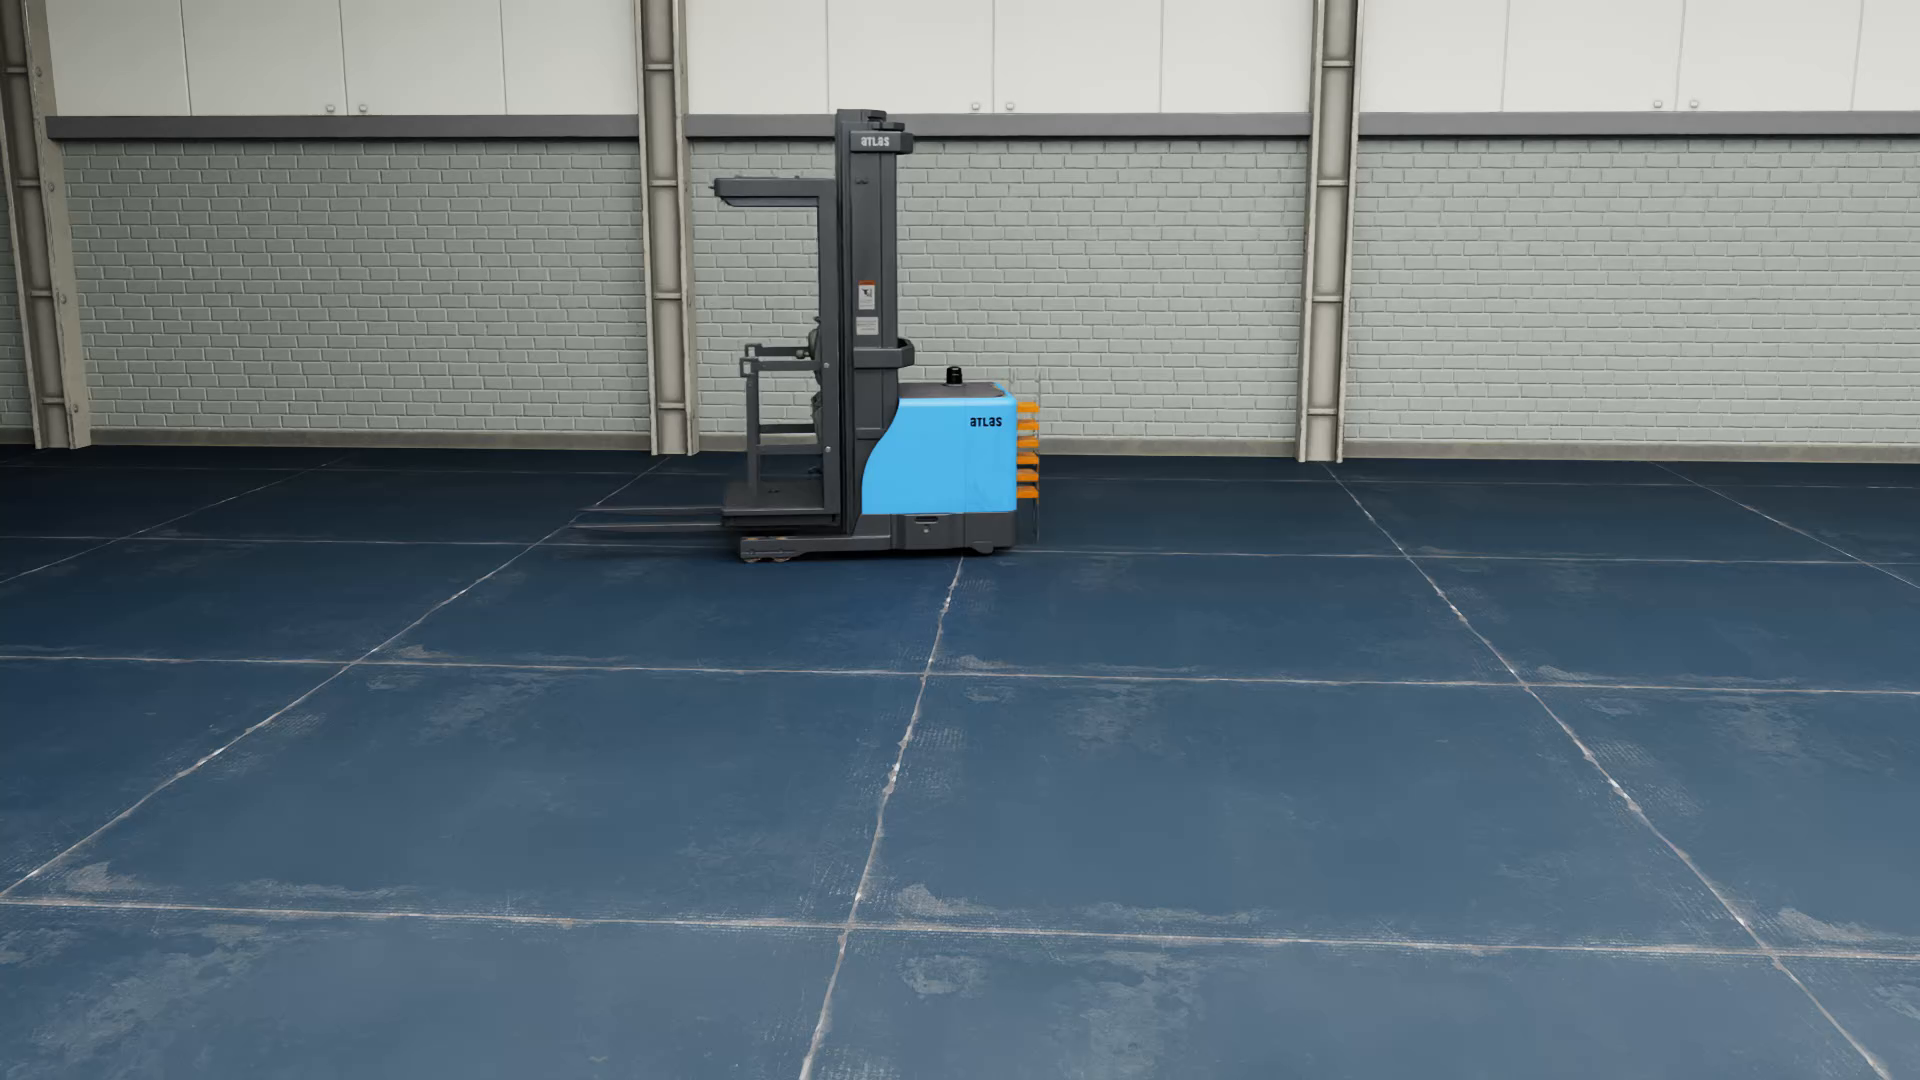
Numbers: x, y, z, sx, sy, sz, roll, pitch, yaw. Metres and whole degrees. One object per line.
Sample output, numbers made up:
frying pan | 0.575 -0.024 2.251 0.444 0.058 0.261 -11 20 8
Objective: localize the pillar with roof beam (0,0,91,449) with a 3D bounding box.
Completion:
pillar with roof beam | -8.960 -4.432 10.976 0.400 9.000 9.100 1 12 4

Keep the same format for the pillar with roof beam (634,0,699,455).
pillar with roof beam | -2.974 -4.350 10.584 0.400 9.000 9.100 1 12 4

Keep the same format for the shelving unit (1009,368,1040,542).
shelving unit | 0.447 -0.597 11.692 0.189 1.200 0.258 -1 12 -5

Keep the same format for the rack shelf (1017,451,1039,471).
rack shelf | 0.447 -0.554 11.701 0.180 0.103 0.258 -1 12 -5

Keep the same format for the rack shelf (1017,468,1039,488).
rack shelf | 0.447 -0.436 11.726 0.180 0.103 0.258 -1 12 -5

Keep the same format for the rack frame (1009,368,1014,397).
rack frame | 0.356 -0.595 11.684 0.006 1.200 0.240 -1 12 -5

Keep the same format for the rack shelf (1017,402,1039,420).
rack shelf | 0.447 -0.906 11.628 0.180 0.103 0.258 -1 12 -5

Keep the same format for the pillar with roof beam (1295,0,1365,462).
pillar with roof beam | 3.013 -4.268 10.191 0.400 9.000 9.100 1 12 4

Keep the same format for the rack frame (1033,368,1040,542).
rack frame | 0.538 -0.599 11.701 0.006 1.200 0.240 -1 12 -5

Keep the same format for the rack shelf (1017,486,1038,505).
rack shelf | 0.447 -0.319 11.750 0.180 0.103 0.258 -1 12 -5

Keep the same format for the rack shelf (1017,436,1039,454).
rack shelf | 0.447 -0.671 11.677 0.180 0.103 0.258 -1 12 -5

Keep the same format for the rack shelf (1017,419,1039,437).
rack shelf | 0.447 -0.789 11.652 0.180 0.103 0.258 -1 12 -5

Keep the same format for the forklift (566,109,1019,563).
forklift | -1.151 -1.398 11.292 3.031 2.935 1.130 -1 12 -5
